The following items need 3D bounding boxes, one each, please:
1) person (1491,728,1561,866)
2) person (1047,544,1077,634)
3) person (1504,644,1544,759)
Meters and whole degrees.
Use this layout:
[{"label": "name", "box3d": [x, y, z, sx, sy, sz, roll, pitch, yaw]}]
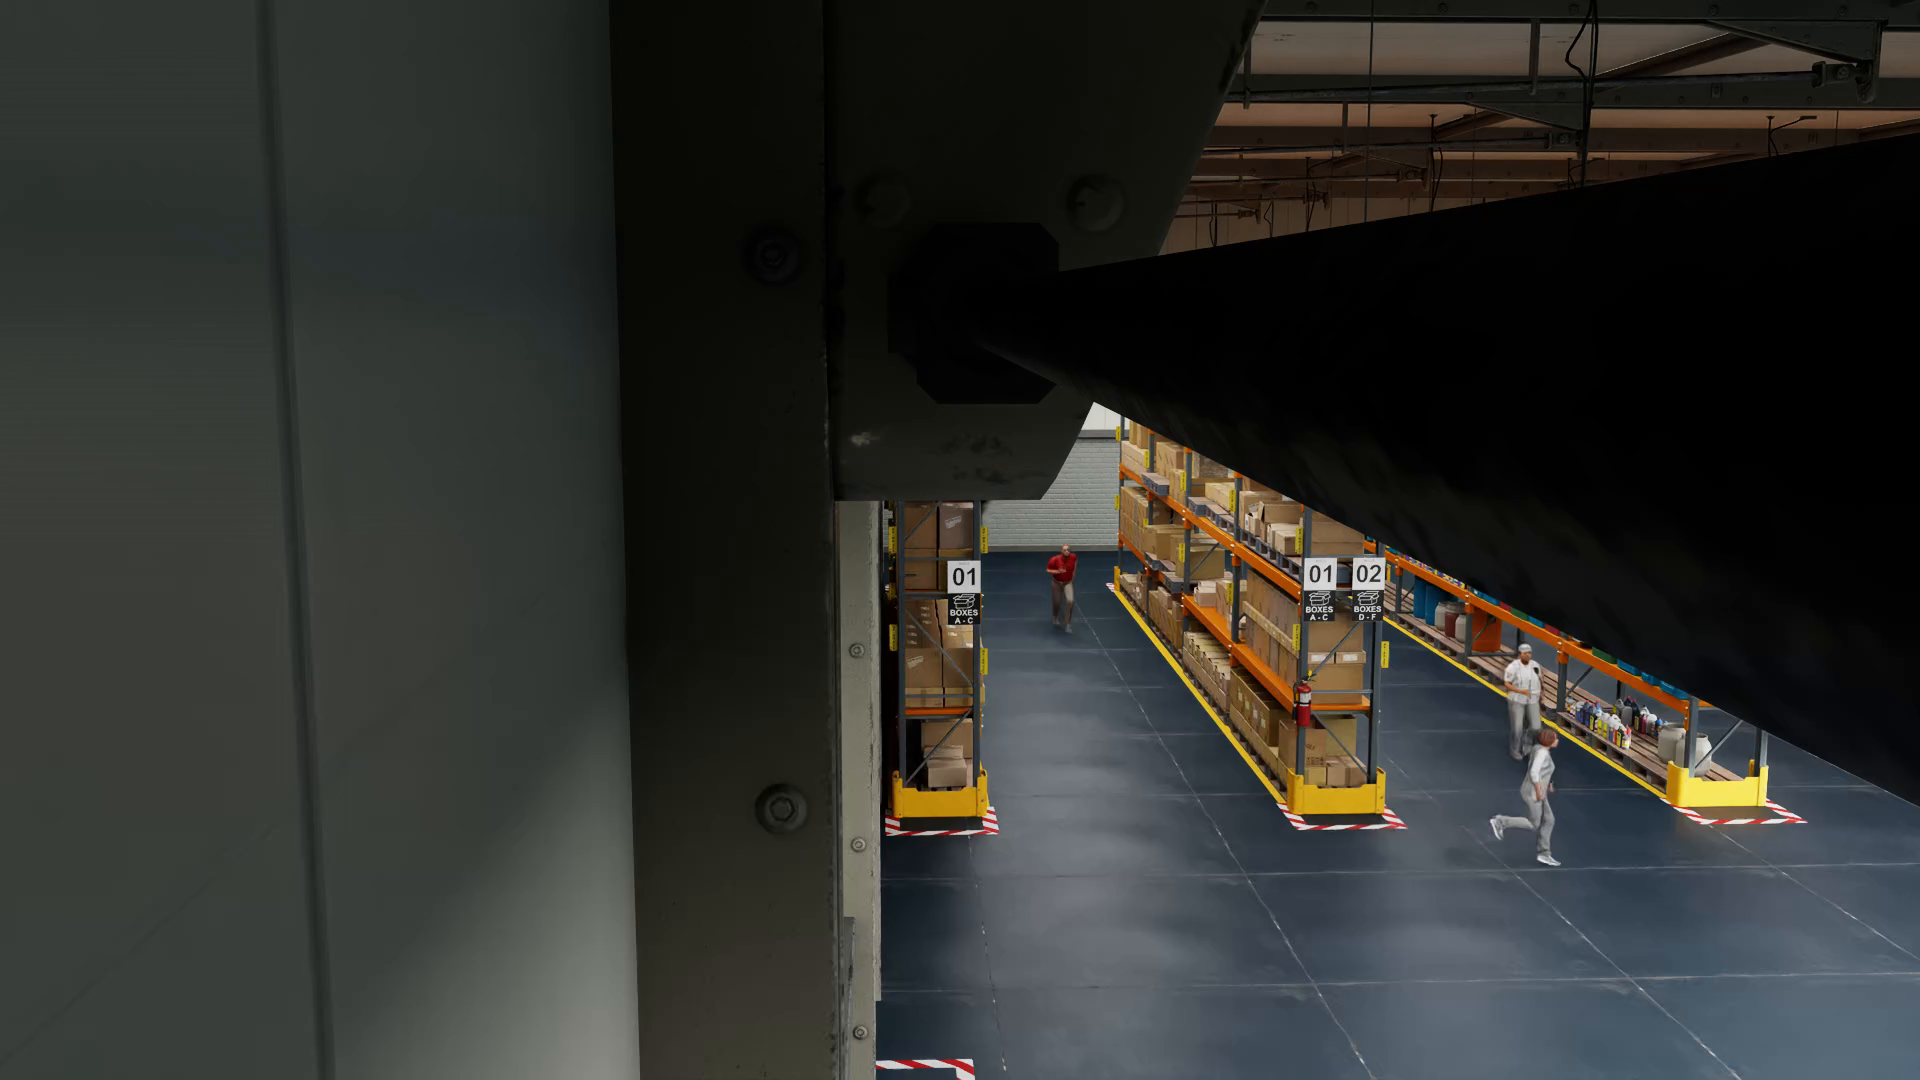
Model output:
[{"label": "person", "box3d": [6.430, 2.891, 18.828, 0.777, 1.579, 0.551, 3, 9, 20]}, {"label": "person", "box3d": [1.954, 0.912, 32.007, 0.653, 1.751, 0.979, -1, 8, -8]}, {"label": "person", "box3d": [7.790, 2.239, 22.900, 0.593, 1.629, 0.577, 0, 8, -1]}]
